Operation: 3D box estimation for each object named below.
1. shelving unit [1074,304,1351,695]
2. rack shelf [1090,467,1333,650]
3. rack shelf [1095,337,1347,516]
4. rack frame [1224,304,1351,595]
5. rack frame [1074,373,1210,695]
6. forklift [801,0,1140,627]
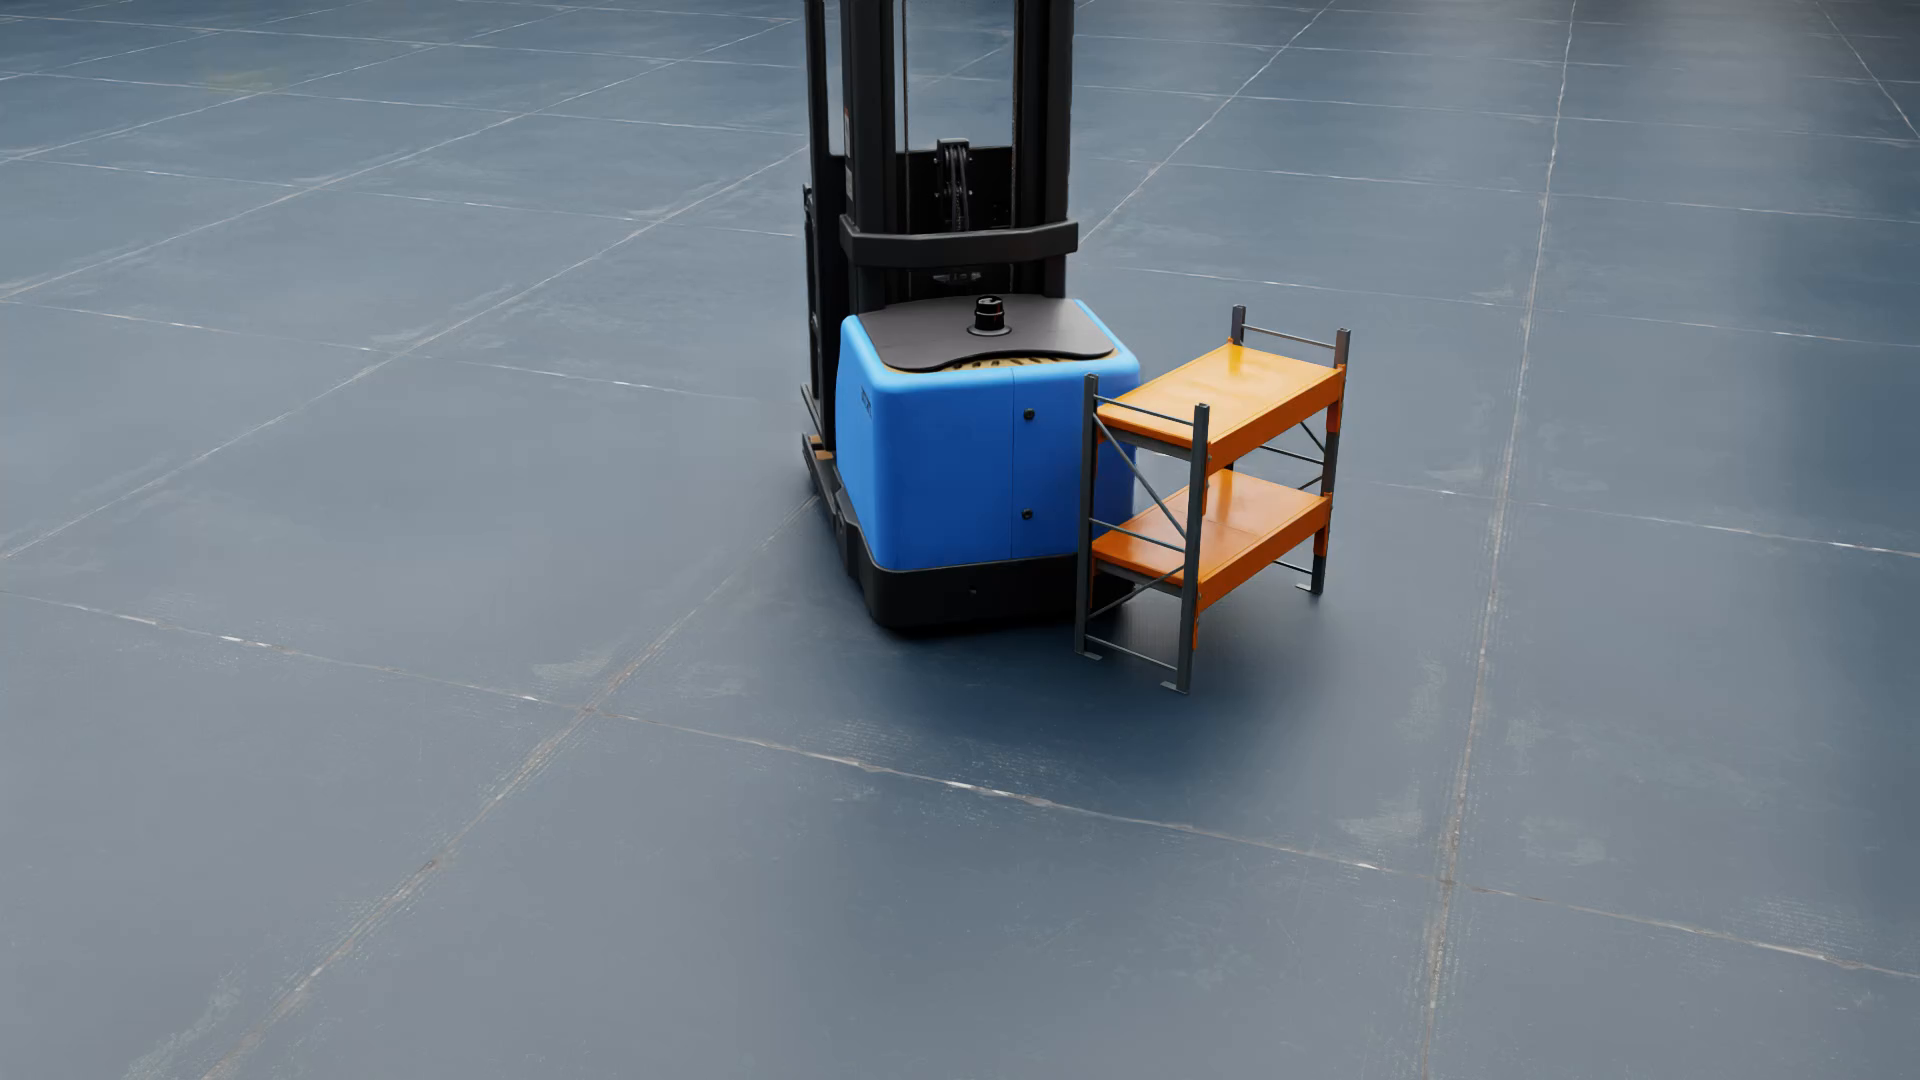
[{"bbox_3d":[0.962,-0.184,6.340,0.538,1.125,1.048,20,32,35],"label":"shelving unit"},{"bbox_3d":[0.962,0.036,6.447,0.538,0.278,1.000,20,32,35],"label":"rack shelf"},{"bbox_3d":[0.962,-0.448,6.212,0.538,0.278,1.000,20,32,35],"label":"rack shelf"},{"bbox_3d":[1.283,-0.356,6.695,0.500,1.125,0.032,20,32,35],"label":"rack frame"},{"bbox_3d":[0.641,-0.013,5.985,0.500,1.125,0.032,20,32,35],"label":"rack frame"},{"bbox_3d":[-0.133,-1.603,7.196,1.130,2.935,3.031,-6,26,-11],"label":"forklift"}]
